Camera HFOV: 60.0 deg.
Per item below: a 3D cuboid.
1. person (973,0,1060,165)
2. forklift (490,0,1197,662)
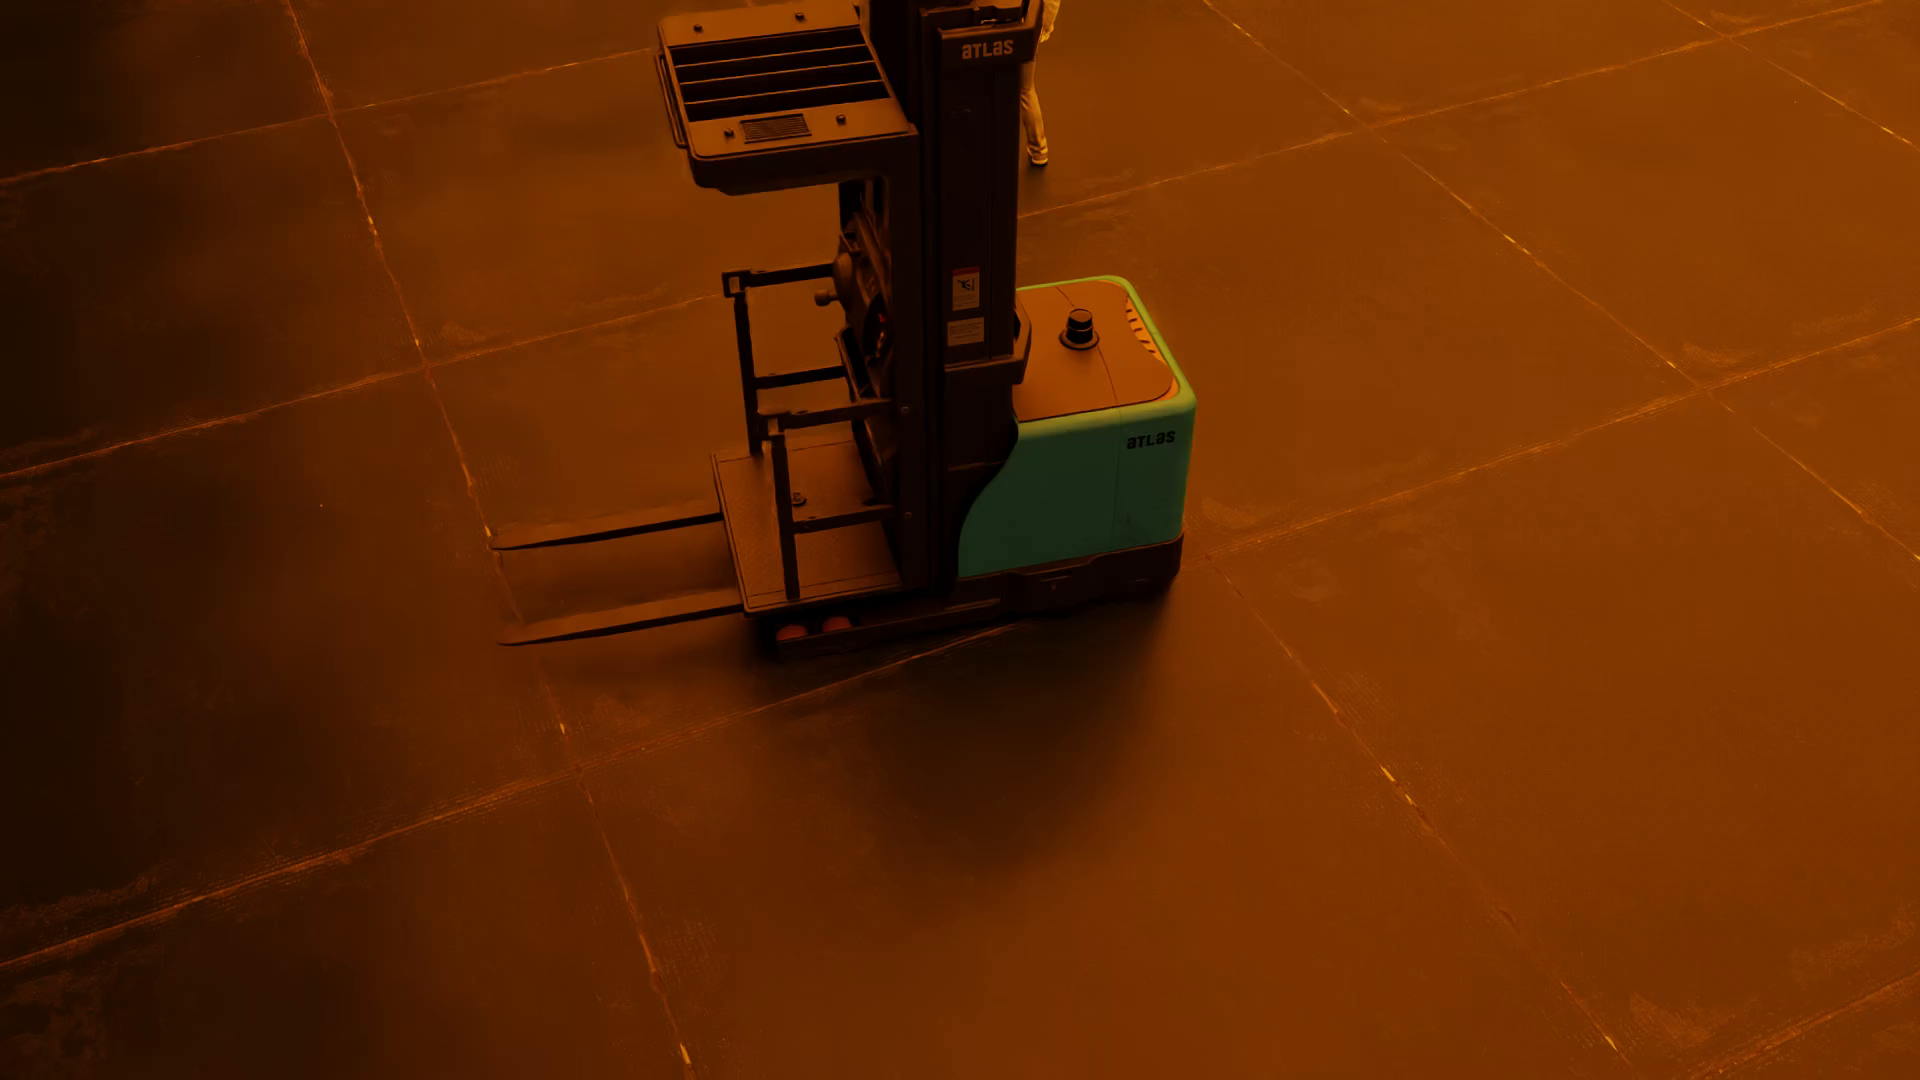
[{"bbox_3d":[0.269,-2.924,9.771,0.814,1.637,0.371,-23,48,-23],"label":"person"},{"bbox_3d":[-0.573,-0.942,6.689,3.031,2.935,1.130,-10,44,-10],"label":"forklift"}]
